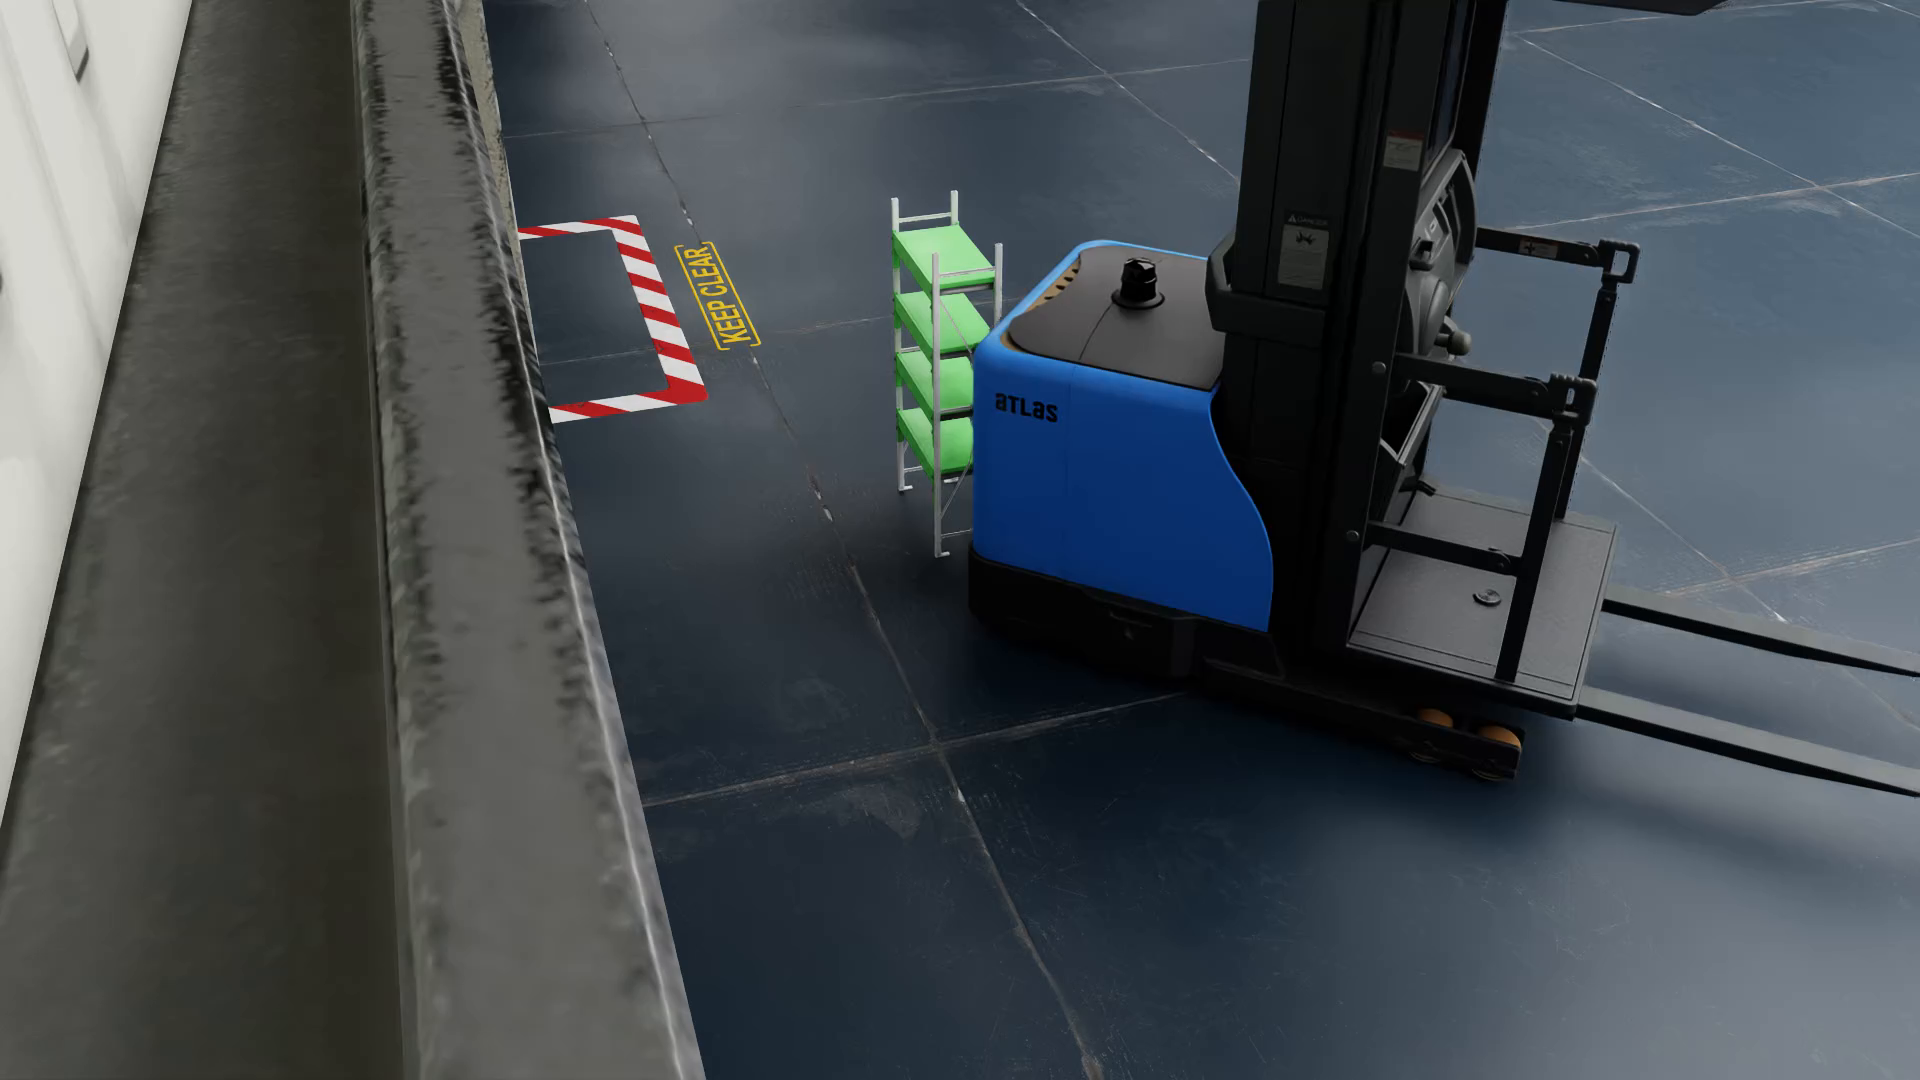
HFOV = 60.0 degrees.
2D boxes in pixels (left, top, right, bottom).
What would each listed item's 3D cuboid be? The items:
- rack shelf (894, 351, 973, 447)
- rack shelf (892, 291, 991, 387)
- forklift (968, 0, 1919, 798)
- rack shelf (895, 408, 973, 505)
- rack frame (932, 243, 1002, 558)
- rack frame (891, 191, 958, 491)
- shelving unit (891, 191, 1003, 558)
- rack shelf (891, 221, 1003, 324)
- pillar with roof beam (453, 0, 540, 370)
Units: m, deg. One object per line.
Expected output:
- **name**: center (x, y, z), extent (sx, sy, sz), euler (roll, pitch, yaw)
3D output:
- **rack shelf**: center (-0.050, -0.534, 6.039), extent (0.258, 0.148, 0.480), euler (-10, 35, -15)
- **rack shelf**: center (-0.050, -0.734, 5.907), extent (0.258, 0.148, 0.480), euler (-10, 35, -15)
- **forklift**: center (1.586, -0.822, 4.790), extent (3.031, 2.935, 1.130), euler (14, 36, 21)
- **rack shelf**: center (-0.050, -0.334, 6.172), extent (0.258, 0.148, 0.480), euler (-10, 35, -15)
- **rack frame**: center (0.024, -0.459, 5.810), extent (0.240, 1.200, 0.015), euler (-10, 35, -15)
- **rack frame**: center (-0.125, -0.716, 6.198), extent (0.240, 1.200, 0.015), euler (-10, 35, -15)
- **shelving unit**: center (-0.050, -0.587, 6.004), extent (0.258, 1.200, 0.503), euler (-10, 35, -15)
- **rack shelf**: center (-0.050, -0.935, 5.775), extent (0.258, 0.148, 0.480), euler (-10, 35, -15)
- **pillar with roof beam**: center (2.897, -3.635, 3.543), extent (9.100, 9.000, 0.400), euler (-10, 35, -15)
